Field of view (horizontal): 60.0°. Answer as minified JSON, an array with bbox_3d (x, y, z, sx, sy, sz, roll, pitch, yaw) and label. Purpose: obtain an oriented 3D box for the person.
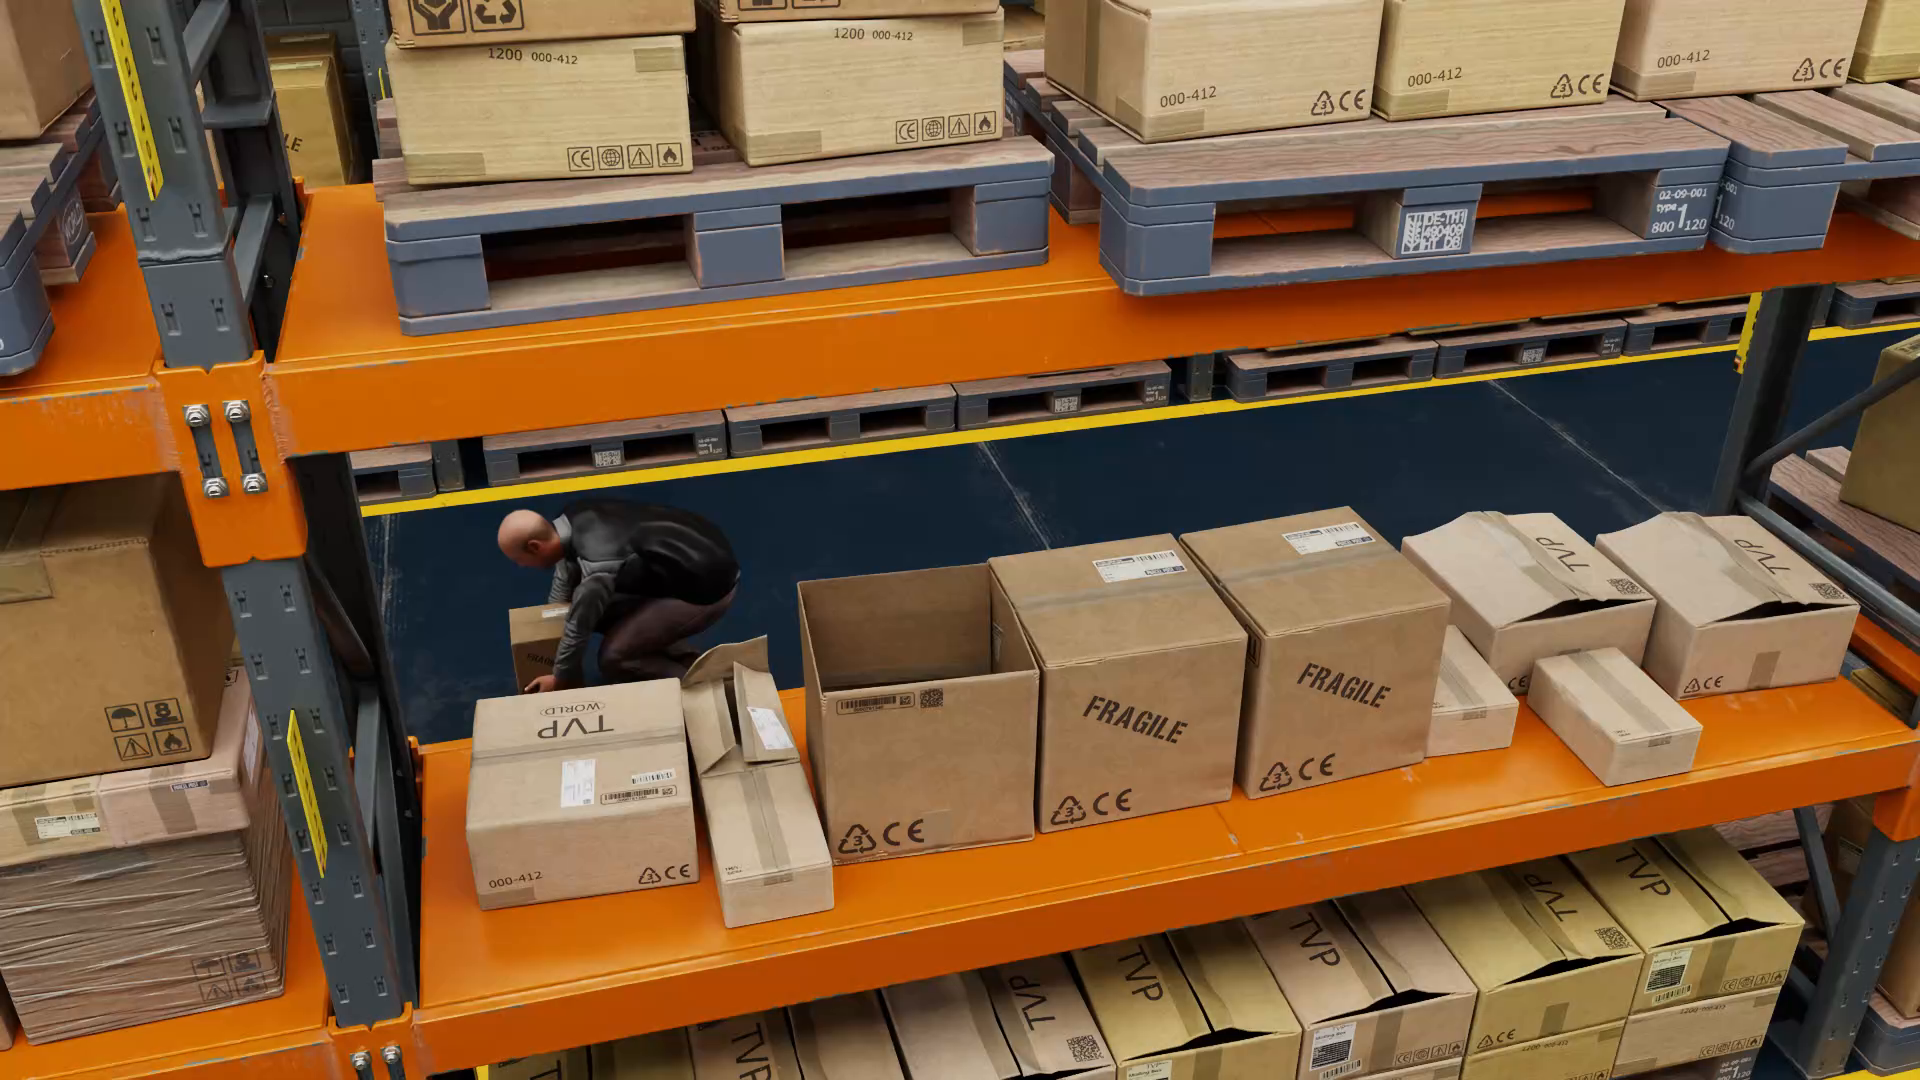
[{"bbox_3d":[-1.299,0.245,6.495,0.887,0.965,0.513,-9,31,-15],"label":"person"}]
